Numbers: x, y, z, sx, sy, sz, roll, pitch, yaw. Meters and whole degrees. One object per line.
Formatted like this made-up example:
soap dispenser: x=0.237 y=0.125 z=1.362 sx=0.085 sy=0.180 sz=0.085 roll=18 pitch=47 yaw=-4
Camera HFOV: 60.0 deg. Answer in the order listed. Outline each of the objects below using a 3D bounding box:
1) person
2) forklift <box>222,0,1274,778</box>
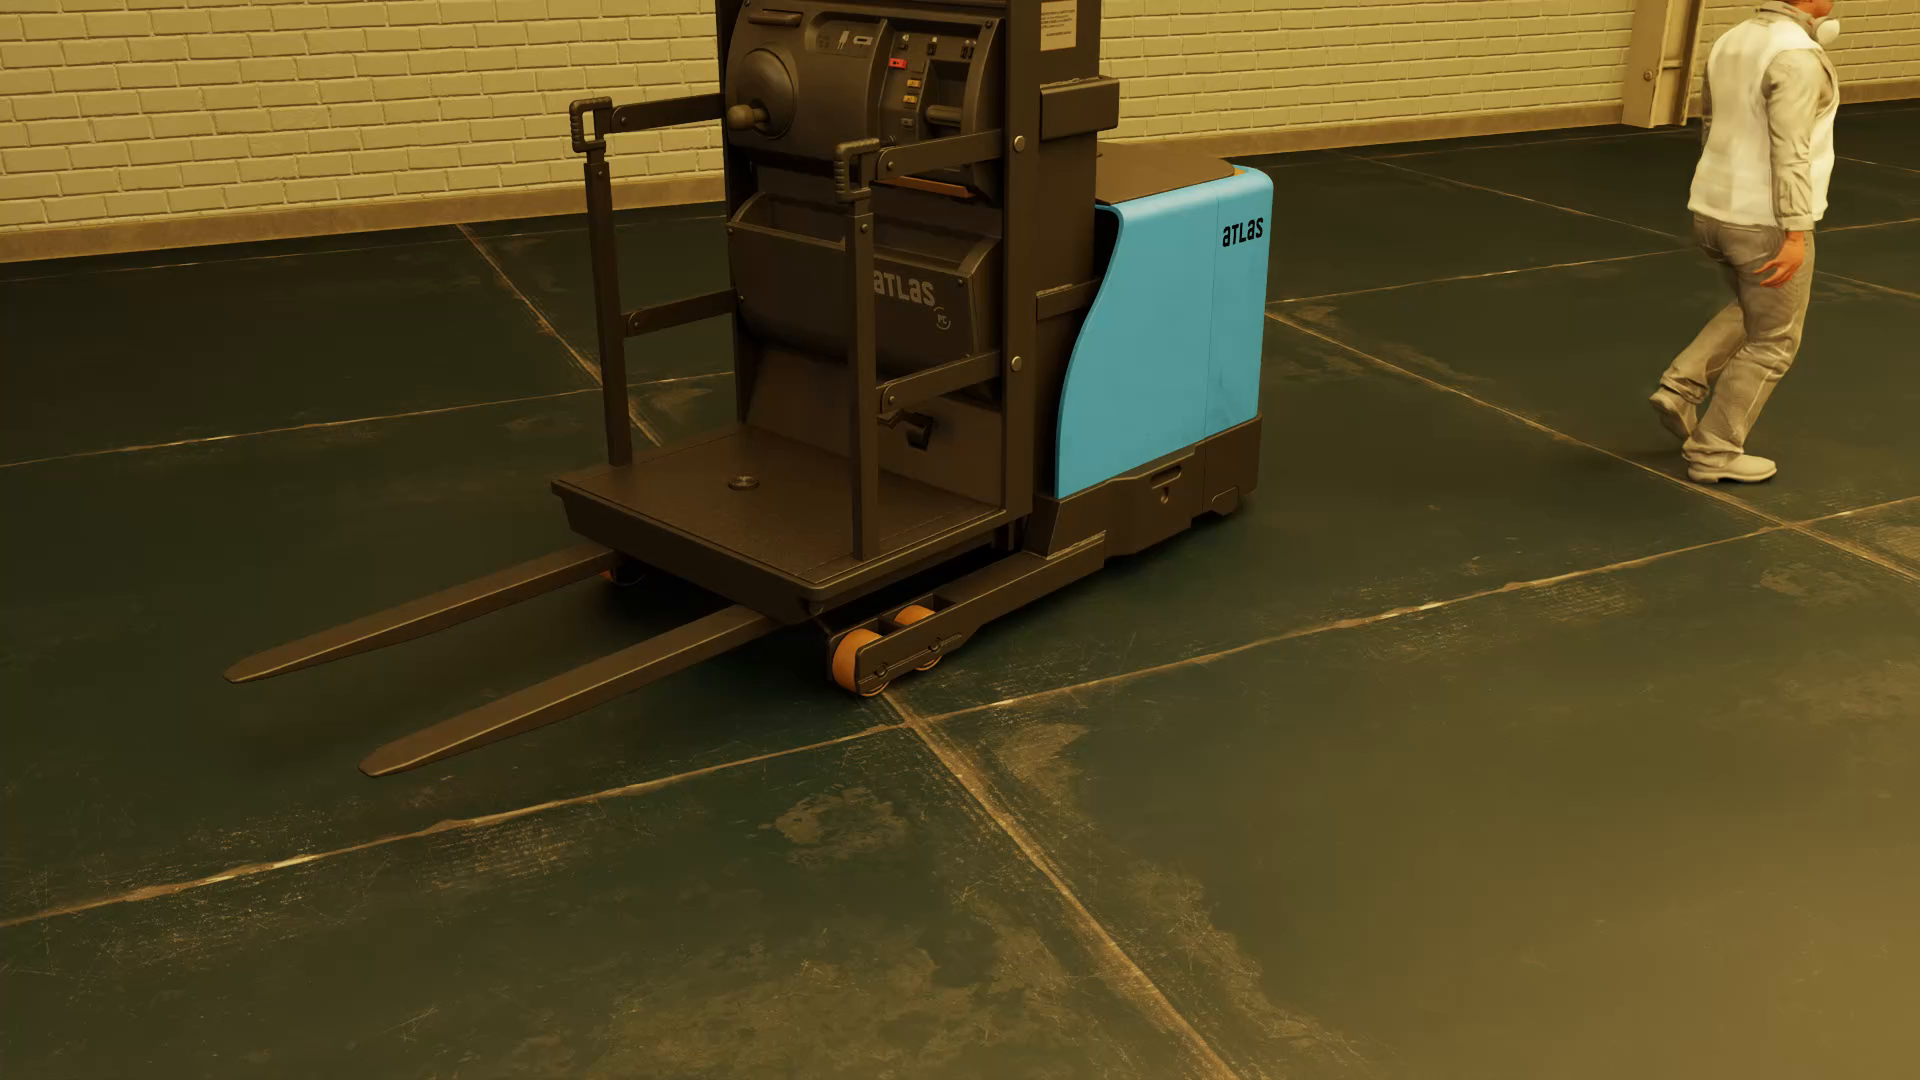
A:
person: x=2.611 y=-1.054 z=5.359 sx=0.468 sy=1.753 sz=0.674 roll=-3 pitch=23 yaw=-7
forklift: x=-0.413 y=-1.182 z=4.131 sx=1.130 sy=2.935 sz=3.031 roll=19 pitch=29 yaw=39
